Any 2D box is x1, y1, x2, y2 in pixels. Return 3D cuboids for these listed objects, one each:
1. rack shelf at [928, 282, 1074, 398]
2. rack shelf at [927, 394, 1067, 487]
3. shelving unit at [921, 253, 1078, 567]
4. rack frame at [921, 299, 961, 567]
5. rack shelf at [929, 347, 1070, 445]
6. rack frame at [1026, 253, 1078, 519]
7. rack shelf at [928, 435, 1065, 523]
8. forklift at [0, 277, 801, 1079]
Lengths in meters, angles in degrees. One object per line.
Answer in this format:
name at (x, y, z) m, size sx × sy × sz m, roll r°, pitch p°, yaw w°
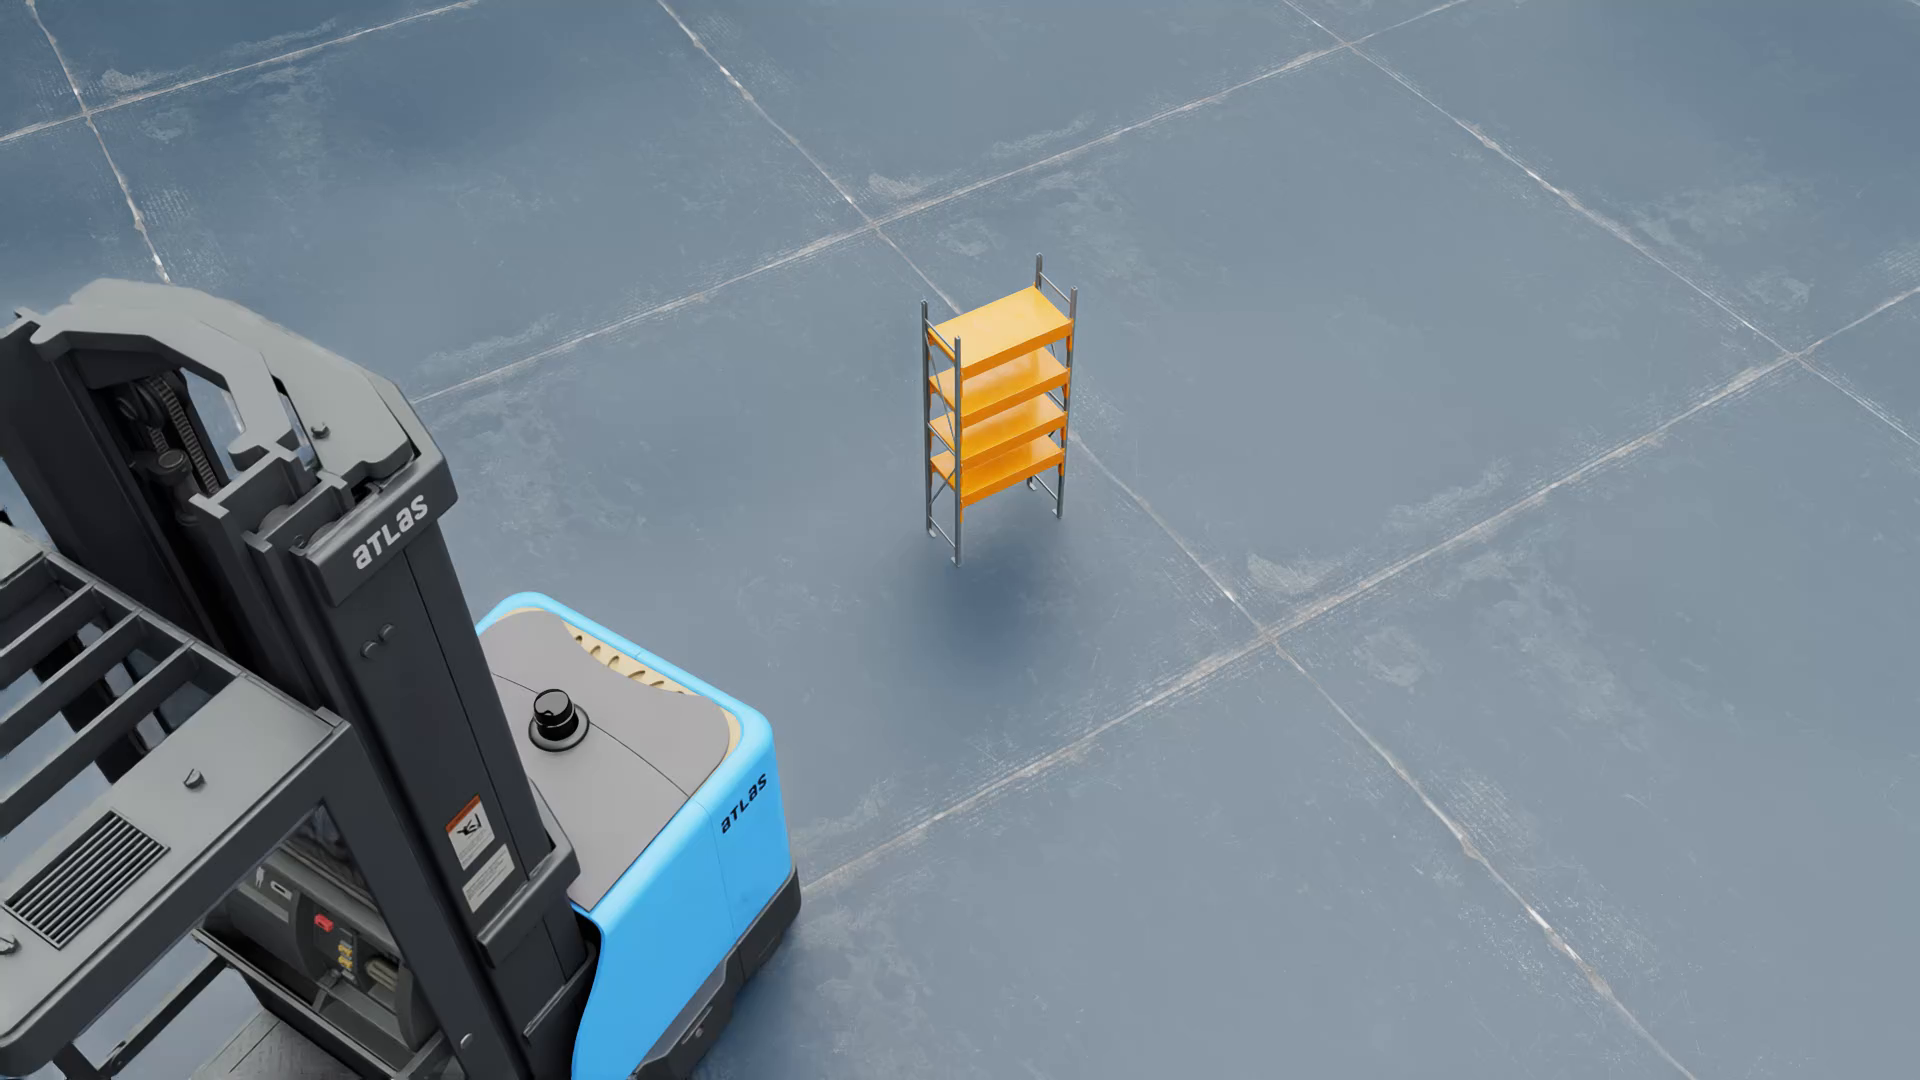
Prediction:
rack shelf at (0.140, -0.726, 6.013) m, size 0.480 × 0.148 × 0.258 m, roll -25°, pitch 53°, yaw -21°
rack shelf at (0.140, -0.420, 6.356) m, size 0.480 × 0.148 × 0.258 m, roll -25°, pitch 53°, yaw -21°
shelving unit at (0.140, -0.465, 6.306) m, size 0.503 × 1.200 × 0.258 m, roll -25°, pitch 53°, yaw -21°
rack frame at (-0.066, -0.368, 6.219) m, size 0.015 × 1.200 × 0.240 m, roll -25°, pitch 53°, yaw -21°
rack shelf at (0.140, -0.569, 6.189) m, size 0.480 × 0.148 × 0.258 m, roll -25°, pitch 53°, yaw -21°
rack frame at (0.346, -0.562, 6.393) m, size 0.015 × 1.200 × 0.240 m, roll -25°, pitch 53°, yaw -21°
rack shelf at (0.140, -0.288, 6.504) m, size 0.480 × 0.148 × 0.258 m, roll -25°, pitch 53°, yaw -21°
forklift at (-1.742, 0.998, 3.844) m, size 1.130 × 2.935 × 3.031 m, roll 25°, pitch 53°, yaw 21°
